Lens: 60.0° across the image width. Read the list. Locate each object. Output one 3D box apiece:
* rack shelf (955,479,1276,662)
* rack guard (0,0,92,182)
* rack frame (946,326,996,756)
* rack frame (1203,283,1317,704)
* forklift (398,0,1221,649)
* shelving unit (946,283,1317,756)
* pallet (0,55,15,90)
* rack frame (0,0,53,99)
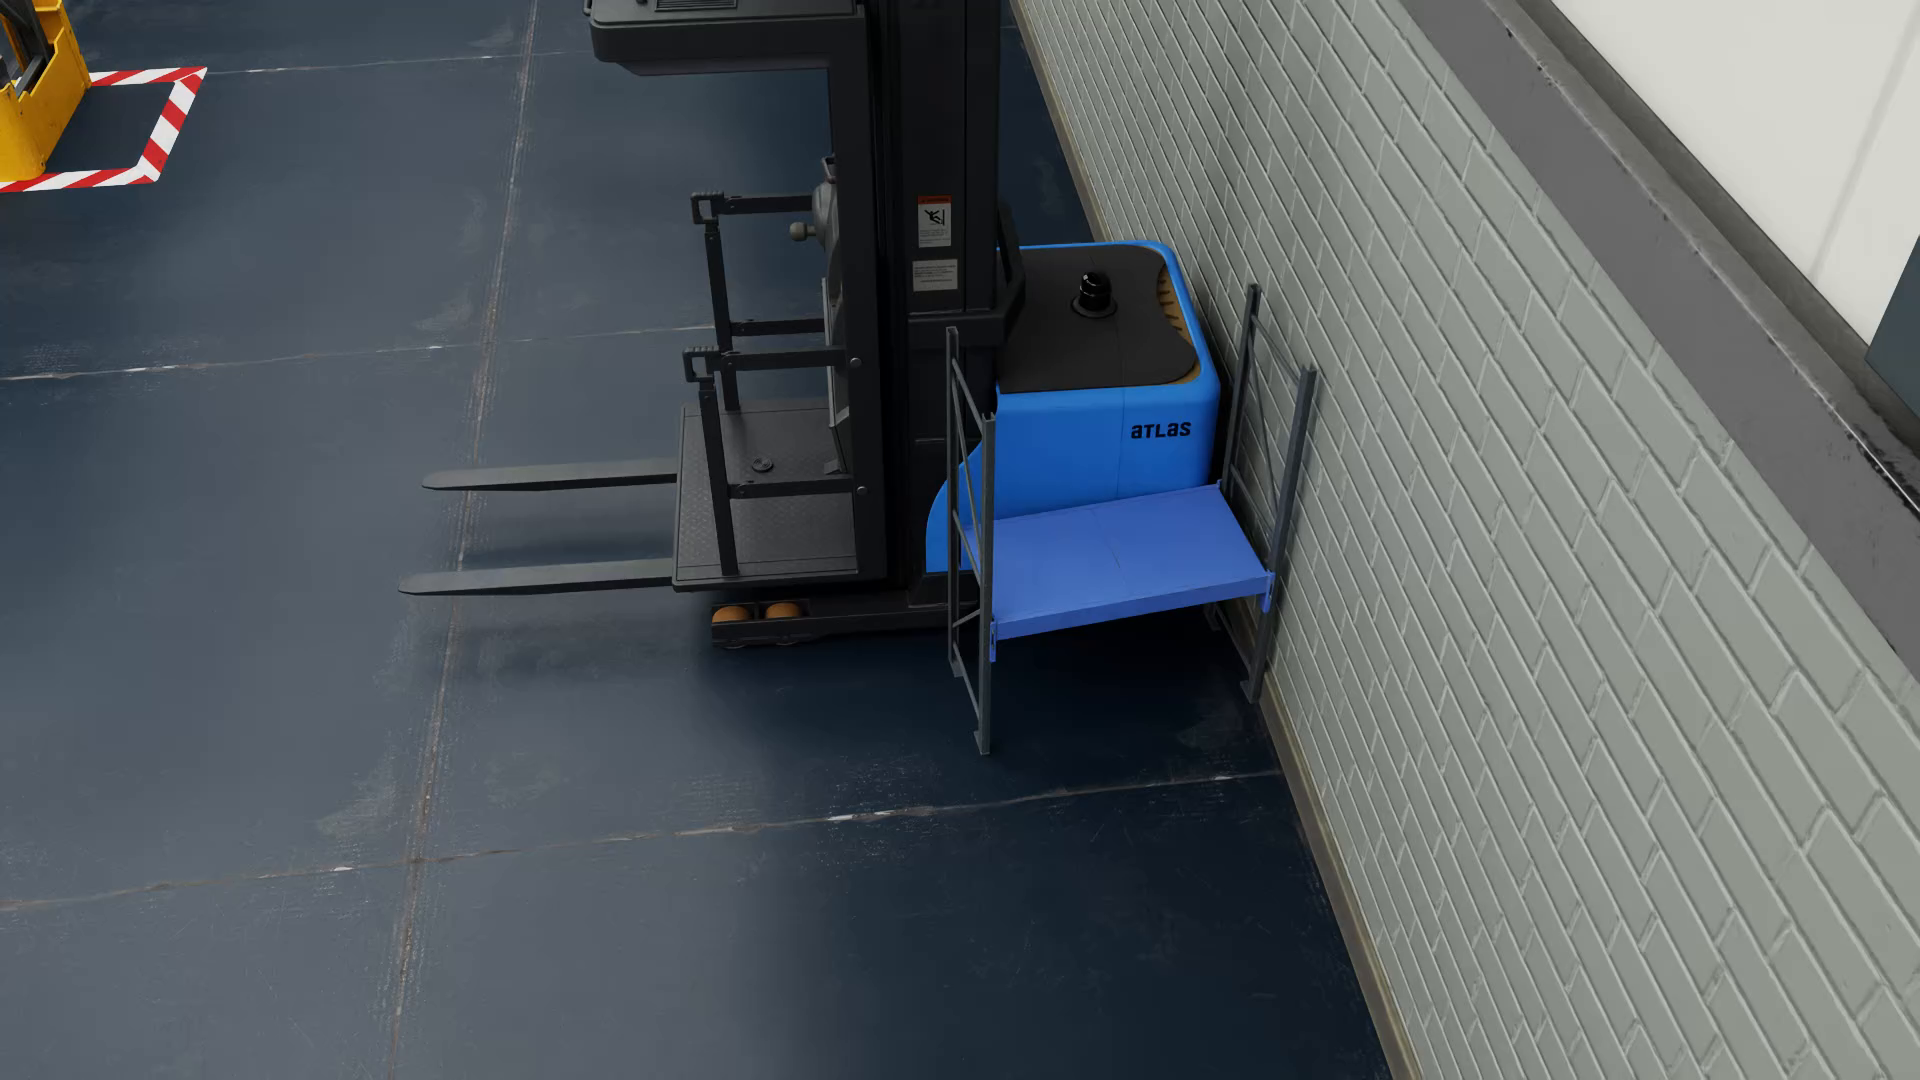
[{"bbox_3d":[0.524,0.095,5.793,1.000,0.185,0.538,-9,43,-10],"label":"rack shelf"},{"bbox_3d":[-5.165,-2.484,9.131,0.348,0.500,1.175,-5,42,-6],"label":"rack guard"},{"bbox_3d":[0.031,0.044,5.581,0.032,1.500,0.500,-9,43,-10],"label":"rack frame"},{"bbox_3d":[1.017,-0.120,5.764,0.032,1.500,0.500,-9,43,-10],"label":"rack frame"},{"bbox_3d":[-0.623,-1.049,5.725,3.031,2.935,1.130,-4,42,-4],"label":"forklift"},{"bbox_3d":[0.524,-0.038,5.673,1.048,1.500,0.538,-9,43,-10],"label":"shelving unit"},{"bbox_3d":[-6.009,-2.320,9.165,1.213,0.211,1.003,-5,42,-6],"label":"pallet"},{"bbox_3d":[-5.187,-3.402,8.282,0.127,3.000,1.000,-5,42,-6],"label":"rack frame"}]
